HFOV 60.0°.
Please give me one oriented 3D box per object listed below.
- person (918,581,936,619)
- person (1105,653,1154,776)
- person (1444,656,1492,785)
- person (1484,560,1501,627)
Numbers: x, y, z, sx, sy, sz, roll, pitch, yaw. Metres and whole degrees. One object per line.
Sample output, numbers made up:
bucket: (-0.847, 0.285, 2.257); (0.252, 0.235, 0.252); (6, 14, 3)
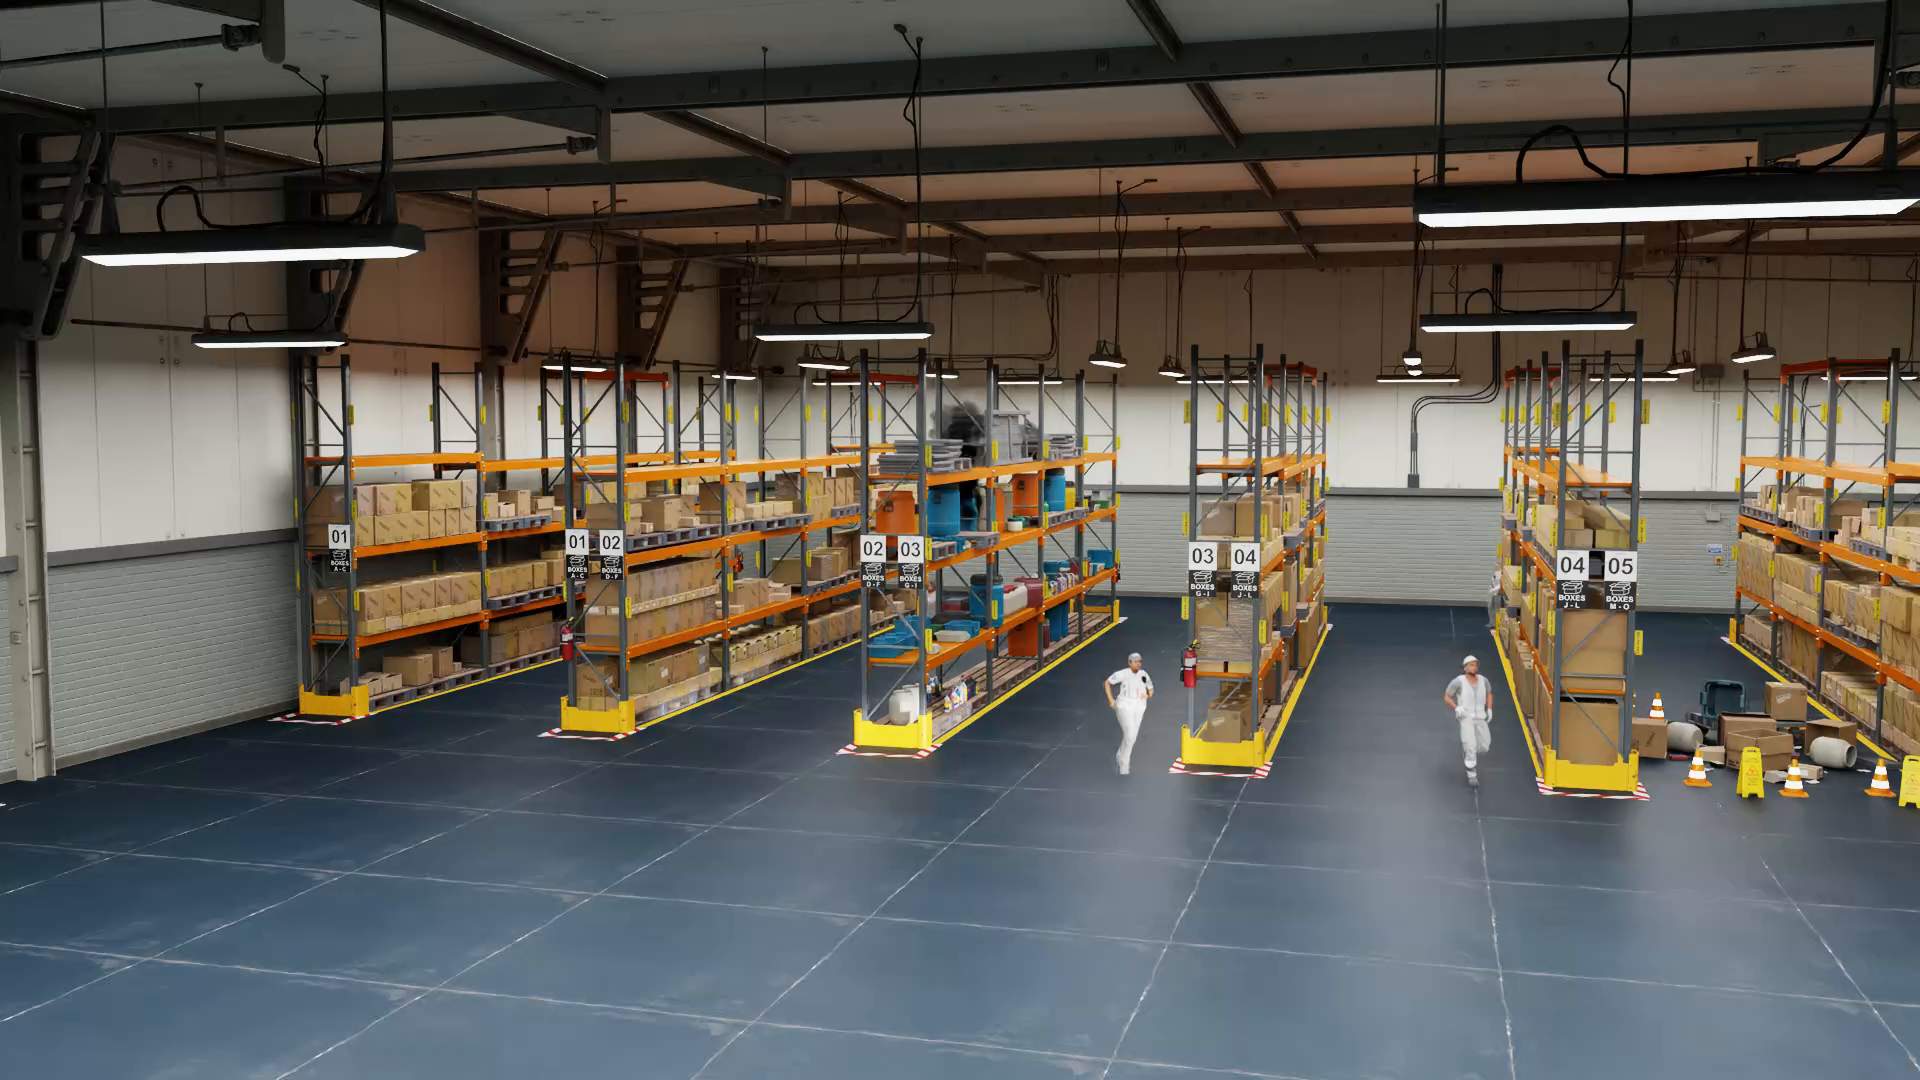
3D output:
person: (-0.613, 1.638, 34.231); (0.542, 1.556, 0.886); (1, 4, 10)
person: (2.411, 2.441, 23.412); (0.625, 1.719, 0.620); (-2, 5, -27)
person: (6.962, 2.441, 22.743); (0.692, 1.735, 0.628); (-1, 4, -10)
person: (12.728, 1.291, 39.061); (0.737, 1.643, 0.696); (1, 4, 12)
